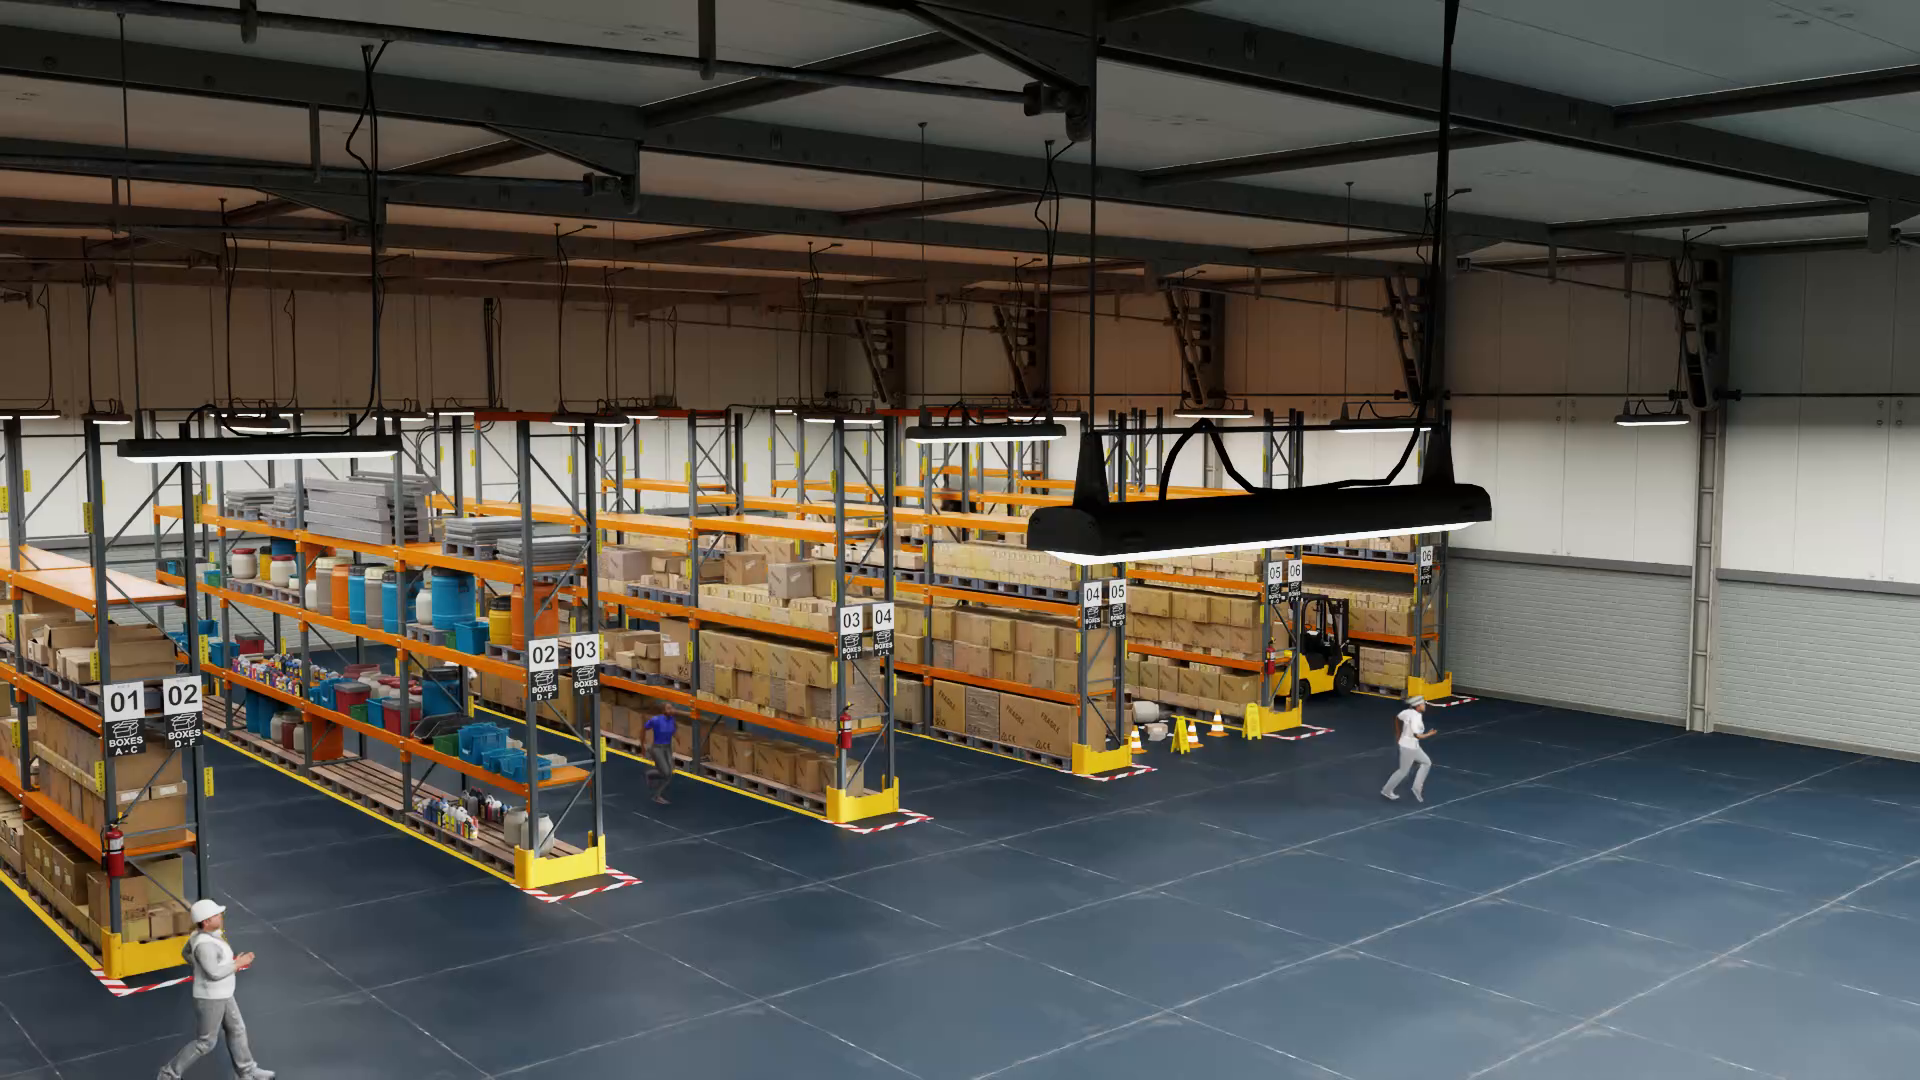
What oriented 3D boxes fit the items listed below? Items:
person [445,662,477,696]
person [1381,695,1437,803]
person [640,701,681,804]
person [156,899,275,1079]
[{"bbox_3d":[-9.195,2.780,30.609,0.896,1.700,0.597,5,7,44],"label":"person"},{"bbox_3d":[6.958,3.235,25.772,0.816,1.700,0.601,1,5,10],"label":"person"},{"bbox_3d":[-4.605,3.290,25.744,0.643,1.606,0.615,4,6,39],"label":"person"},{"bbox_3d":[-6.736,4.100,15.003,0.972,1.758,0.662,-2,5,-22],"label":"person"}]
